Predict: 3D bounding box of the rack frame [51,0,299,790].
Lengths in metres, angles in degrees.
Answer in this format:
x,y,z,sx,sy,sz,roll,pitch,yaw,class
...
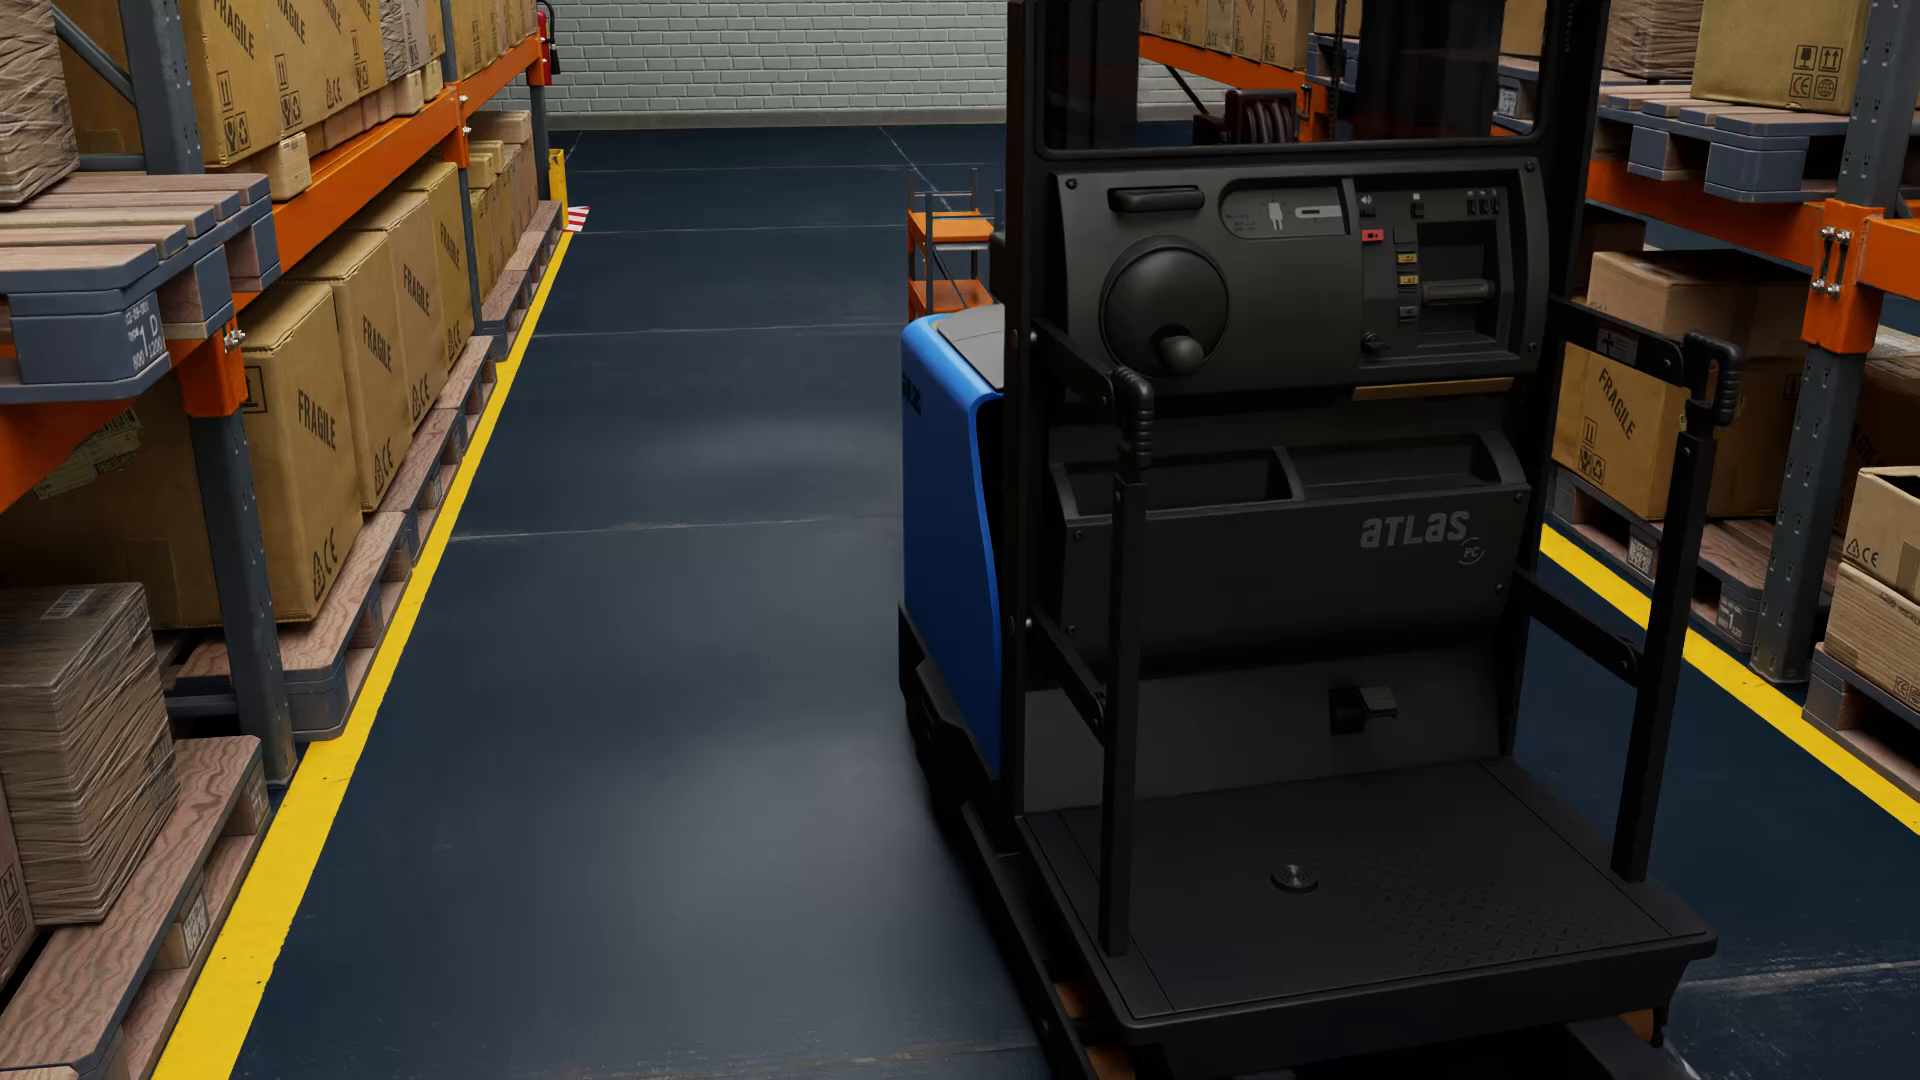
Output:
x,y,z,sx,sy,sz,roll,pitch,yaw,class
-2.155,-0.791,3.547,1.000,3.000,0.127,-3,21,-8,rack frame

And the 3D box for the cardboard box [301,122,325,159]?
x,y,z,sx,sy,sz,roll,pitch,yaw,class
-2.187,-1.252,5.113,0.380,0.149,0.250,-3,21,-7,cardboard box

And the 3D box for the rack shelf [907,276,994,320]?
x,y,z,sx,sy,sz,roll,pitch,yaw,class
-0.024,-0.766,5.605,0.258,0.148,0.480,-3,21,-8,rack shelf

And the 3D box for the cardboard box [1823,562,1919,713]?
x,y,z,sx,sy,sz,roll,pitch,yaw,class
2.531,0.245,4.102,0.500,0.250,0.500,-3,21,-8,cardboard box

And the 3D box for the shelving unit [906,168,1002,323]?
x,y,z,sx,sy,sz,roll,pitch,yaw,class
-0.024,-0.619,5.660,0.258,1.200,0.503,-3,21,-8,shelving unit

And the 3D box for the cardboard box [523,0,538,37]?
x,y,z,sx,sy,sz,roll,pitch,yaw,class
-3.225,-3.525,10.439,0.980,0.700,0.700,-2,21,-5,cardboard box

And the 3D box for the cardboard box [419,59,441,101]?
x,y,z,sx,sy,sz,roll,pitch,yaw,class
-2.343,-1.879,6.790,0.380,0.149,0.250,-3,21,-7,cardboard box

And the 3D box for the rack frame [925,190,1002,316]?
x,y,z,sx,sy,sz,roll,pitch,yaw,class
0.011,-0.535,5.433,0.240,1.200,0.015,-3,21,-8,rack frame

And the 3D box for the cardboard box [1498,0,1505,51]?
x,y,z,sx,sy,sz,roll,pitch,yaw,class
2.178,-2.260,6.738,0.700,0.500,0.500,0,20,1,cardboard box

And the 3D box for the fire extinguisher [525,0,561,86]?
x,y,z,sx,sy,sz,roll,pitch,yaw,class
-2.874,-3.425,11.244,0.296,0.674,0.183,-3,21,-8,fire extinguisher

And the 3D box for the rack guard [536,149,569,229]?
x,y,z,sx,sy,sz,roll,pitch,yaw,class
-3.312,-2.398,11.423,1.175,0.500,0.348,-3,21,-8,rack guard

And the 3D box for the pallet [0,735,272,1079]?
x,y,z,sx,sy,sz,roll,pitch,yaw,class
-2.044,0.786,3.310,1.003,0.211,1.213,-3,21,-8,pallet

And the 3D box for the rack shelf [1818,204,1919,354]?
x,y,z,sx,sy,sz,roll,pitch,yaw,class
3.034,-0.013,2.491,1.077,0.370,4.000,-3,21,-8,rack shelf

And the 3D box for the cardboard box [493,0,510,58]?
x,y,z,sx,sy,sz,roll,pitch,yaw,class
-3.008,-3.010,9.058,0.980,0.700,0.700,-4,21,-10,cardboard box

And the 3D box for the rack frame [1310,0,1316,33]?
x,y,z,sx,sy,sz,roll,pitch,yaw,class
2.170,-2.427,7.927,1.000,3.000,0.127,-3,21,-8,rack frame

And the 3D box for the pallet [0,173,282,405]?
x,y,z,sx,sy,sz,roll,pitch,yaw,class
-1.947,-0.460,2.934,1.213,0.211,1.003,-3,21,-8,pallet

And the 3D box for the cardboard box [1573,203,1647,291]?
x,y,z,sx,sy,sz,roll,pitch,yaw,class
2.215,-1.114,6.283,0.500,0.250,0.500,-3,21,-9,cardboard box

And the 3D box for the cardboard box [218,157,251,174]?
x,y,z,sx,sy,sz,roll,pitch,yaw,class
-2.001,-0.896,4.159,0.380,0.149,0.250,-3,21,-7,cardboard box

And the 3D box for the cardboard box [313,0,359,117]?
x,y,z,sx,sy,sz,roll,pitch,yaw,class
-2.109,-1.521,4.906,0.500,0.500,0.500,-3,21,-8,cardboard box

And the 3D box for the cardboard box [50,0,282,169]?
x,y,z,sx,sy,sz,roll,pitch,yaw,class
-1.972,-1.168,3.959,0.500,0.500,0.500,-2,21,-6,cardboard box

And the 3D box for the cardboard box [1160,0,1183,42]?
x,y,z,sx,sy,sz,roll,pitch,yaw,class
1.545,-3.340,10.228,0.500,0.500,0.500,-3,21,-8,cardboard box

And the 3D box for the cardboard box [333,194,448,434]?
x,y,z,sx,sy,sz,roll,pitch,yaw,class
-2.378,-0.840,6.149,0.750,0.750,0.750,-2,21,-6,cardboard box

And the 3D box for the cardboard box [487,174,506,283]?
x,y,z,sx,sy,sz,roll,pitch,yaw,class
-2.807,-1.640,8.792,0.700,0.500,0.500,-3,21,-8,cardboard box

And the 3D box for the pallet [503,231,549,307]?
x,y,z,sx,sy,sz,roll,pitch,yaw,class
-2.943,-1.560,9.592,1.003,0.211,1.213,-3,21,-8,pallet

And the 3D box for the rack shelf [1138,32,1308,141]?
x,y,z,sx,sy,sz,roll,pitch,yaw,class
1.881,-2.783,9.907,1.077,0.370,4.000,-3,21,-8,rack shelf

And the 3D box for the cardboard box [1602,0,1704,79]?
x,y,z,sx,sy,sz,roll,pitch,yaw,class
2.601,-1.824,5.571,0.700,0.500,0.500,1,20,2,cardboard box

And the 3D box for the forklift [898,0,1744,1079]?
x,y,z,sx,sy,sz,roll,pitch,yaw,class
0.678,-0.472,2.790,1.130,2.935,3.031,-5,21,-13,forklift

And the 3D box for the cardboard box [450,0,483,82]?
x,y,z,sx,sy,sz,roll,pitch,yaw,class
-2.794,-2.505,7.708,0.980,0.700,0.700,-3,21,-7,cardboard box

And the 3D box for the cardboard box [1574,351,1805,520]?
x,y,z,sx,sy,sz,roll,pitch,yaw,class
2.379,-0.389,5.415,0.500,0.500,0.500,-2,21,-6,cardboard box

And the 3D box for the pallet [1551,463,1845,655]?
x,y,z,sx,sy,sz,roll,pitch,yaw,class
2.676,0.004,5.405,1.003,0.211,1.213,-3,21,-8,pallet

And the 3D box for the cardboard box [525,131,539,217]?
x,y,z,sx,sy,sz,roll,pitch,yaw,class
-3.109,-2.349,10.692,0.700,0.500,0.500,-3,21,-8,cardboard box

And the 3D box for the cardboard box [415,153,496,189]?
x,y,z,sx,sy,sz,roll,pitch,yaw,class
-2.607,-1.897,8.555,0.380,0.149,0.250,-2,21,-6,cardboard box

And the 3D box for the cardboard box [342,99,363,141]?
x,y,z,sx,sy,sz,roll,pitch,yaw,class
-2.236,-1.430,5.589,0.380,0.149,0.250,-2,21,-6,cardboard box

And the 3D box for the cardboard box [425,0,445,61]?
x,y,z,sx,sy,sz,roll,pitch,yaw,class
-2.416,-2.224,6.788,0.500,0.500,0.500,-3,21,-9,cardboard box

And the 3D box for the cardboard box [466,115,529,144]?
x,y,z,sx,sy,sz,roll,pitch,yaw,class
-2.872,-2.529,10.247,0.380,0.149,0.250,-2,21,-6,cardboard box

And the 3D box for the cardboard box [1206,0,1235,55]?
x,y,z,sx,sy,sz,roll,pitch,yaw,class
1.692,-2.990,9.292,0.500,0.500,0.500,-2,21,-7,cardboard box

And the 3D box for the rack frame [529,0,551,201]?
x,y,z,sx,sy,sz,roll,pitch,yaw,class
-3.308,-3.561,10.963,1.000,3.000,0.127,-3,21,-8,rack frame

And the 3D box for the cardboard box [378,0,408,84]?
x,y,z,sx,sy,sz,roll,pitch,yaw,class
-2.269,-1.874,5.850,0.500,0.500,0.500,-3,21,-8,cardboard box

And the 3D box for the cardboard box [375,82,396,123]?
x,y,z,sx,sy,sz,roll,pitch,yaw,class
-2.285,-1.610,6.071,0.380,0.149,0.250,-3,21,-8,cardboard box

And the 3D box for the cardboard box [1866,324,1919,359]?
x,y,z,sx,sy,sz,roll,pitch,yaw,class
2.882,-0.430,5.525,0.500,0.500,0.500,-4,21,-10,cardboard box

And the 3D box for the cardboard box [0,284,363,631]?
x,y,z,sx,sy,sz,roll,pitch,yaw,class
-2.131,-0.242,4.549,0.750,0.750,0.750,-3,21,-8,cardboard box

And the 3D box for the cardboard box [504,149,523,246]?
x,y,z,sx,sy,sz,roll,pitch,yaw,class
-2.963,-2.002,9.762,0.700,0.500,0.500,-4,21,-10,cardboard box

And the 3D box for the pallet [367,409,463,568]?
x,y,z,sx,sy,sz,roll,pitch,yaw,class
-2.367,-0.183,5.904,1.003,0.211,1.213,-3,21,-8,pallet

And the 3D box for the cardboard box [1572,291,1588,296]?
x,y,z,sx,sy,sz,roll,pitch,yaw,class
2.223,-0.750,6.380,0.500,0.500,0.500,-4,21,-10,cardboard box

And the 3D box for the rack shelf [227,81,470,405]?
x,y,z,sx,sy,sz,roll,pitch,yaw,class
-2.444,-1.146,5.527,1.077,0.370,4.000,-3,21,-8,rack shelf

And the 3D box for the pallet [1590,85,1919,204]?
x,y,z,sx,sy,sz,roll,pitch,yaw,class
2.579,-1.183,4.872,1.213,0.211,1.003,-3,21,-8,pallet

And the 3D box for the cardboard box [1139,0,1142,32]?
x,y,z,sx,sy,sz,roll,pitch,yaw,class
1.396,-3.692,11.171,0.500,0.500,0.500,-2,21,-7,cardboard box

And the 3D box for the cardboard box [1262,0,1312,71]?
x,y,z,sx,sy,sz,roll,pitch,yaw,class
1.844,-2.634,8.339,0.500,0.500,0.500,-3,21,-7,cardboard box

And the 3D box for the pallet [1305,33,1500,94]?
x,y,z,sx,sy,sz,roll,pitch,yaw,class
2.177,-2.055,7.205,1.003,0.211,1.213,-3,21,-8,pallet

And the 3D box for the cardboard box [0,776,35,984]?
x,y,z,sx,sy,sz,roll,pitch,yaw,class
-2.041,0.605,2.754,0.700,0.500,0.500,-3,21,-8,cardboard box
